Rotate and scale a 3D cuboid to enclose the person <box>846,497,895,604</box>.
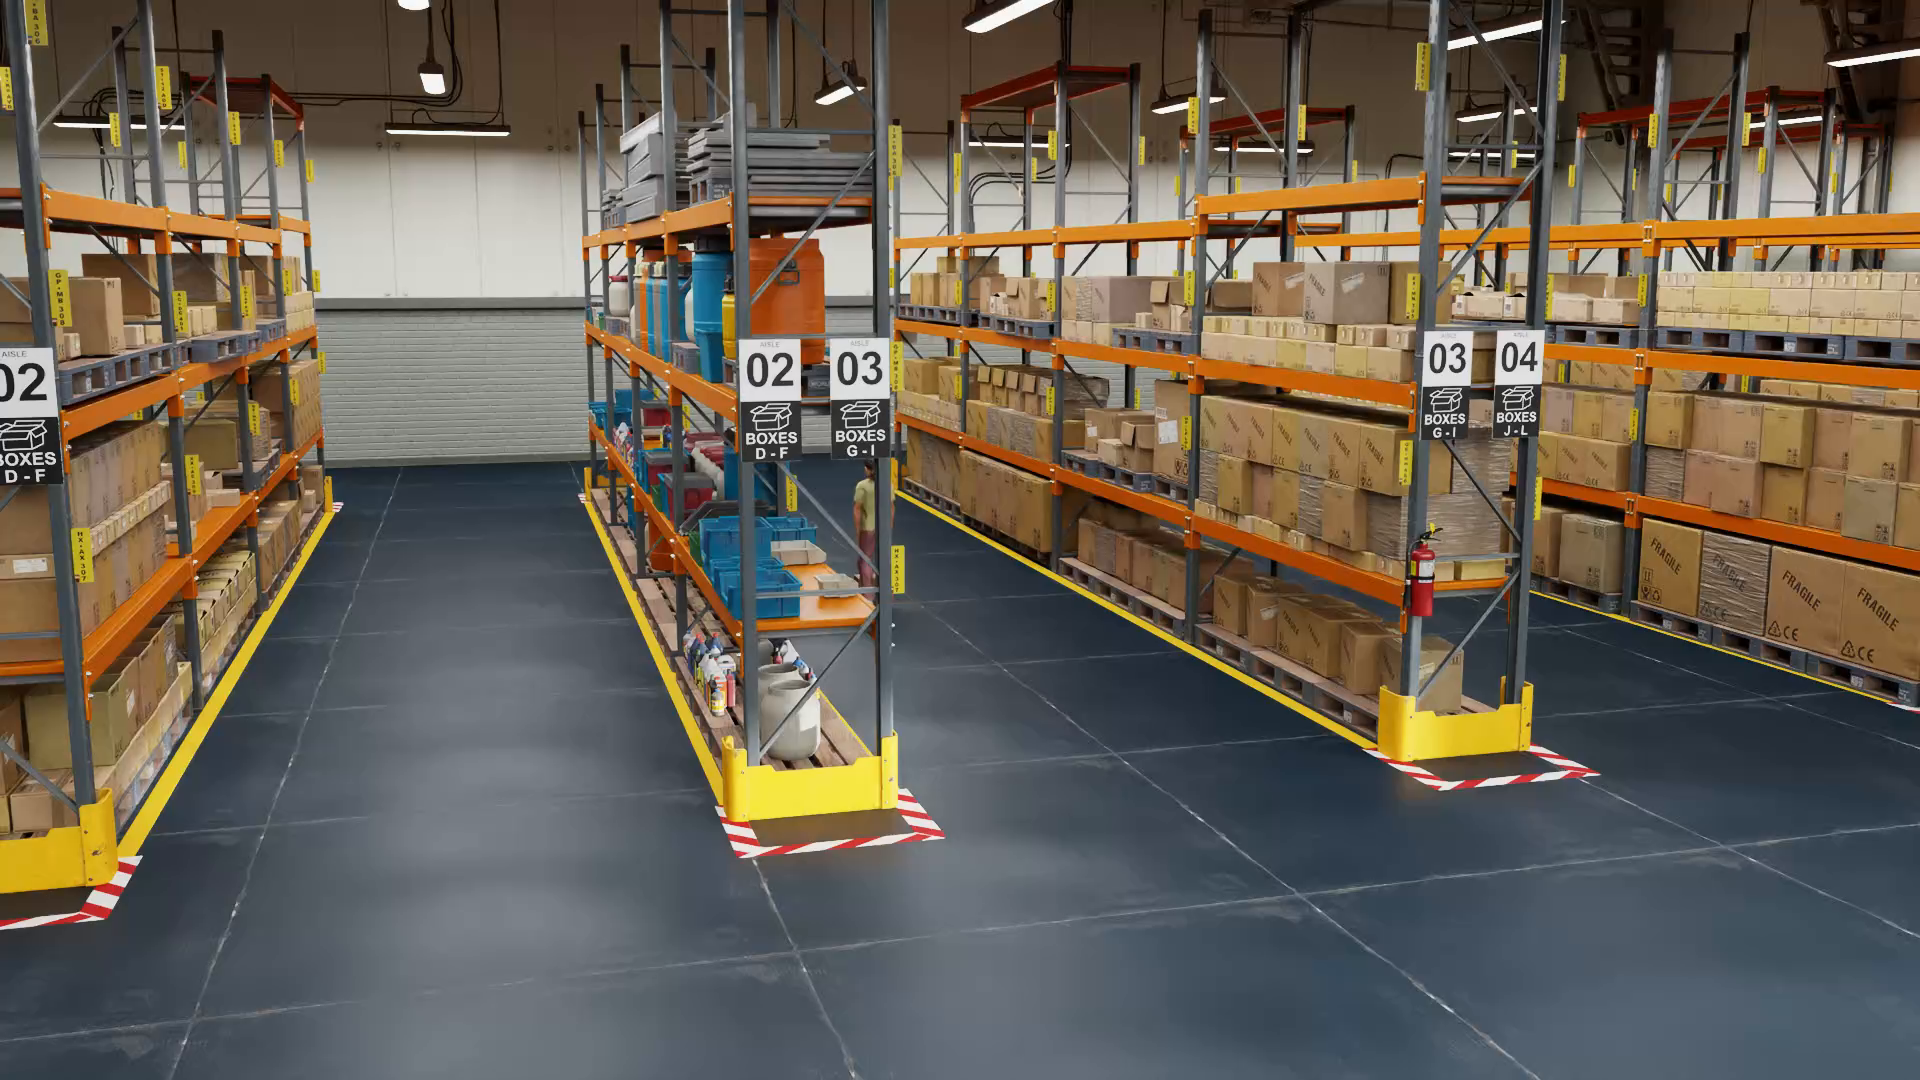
[{"bbox_3d":[-0.967,0.141,18.129,0.504,1.159,0.741,-3,10,-16],"label":"person"}]
